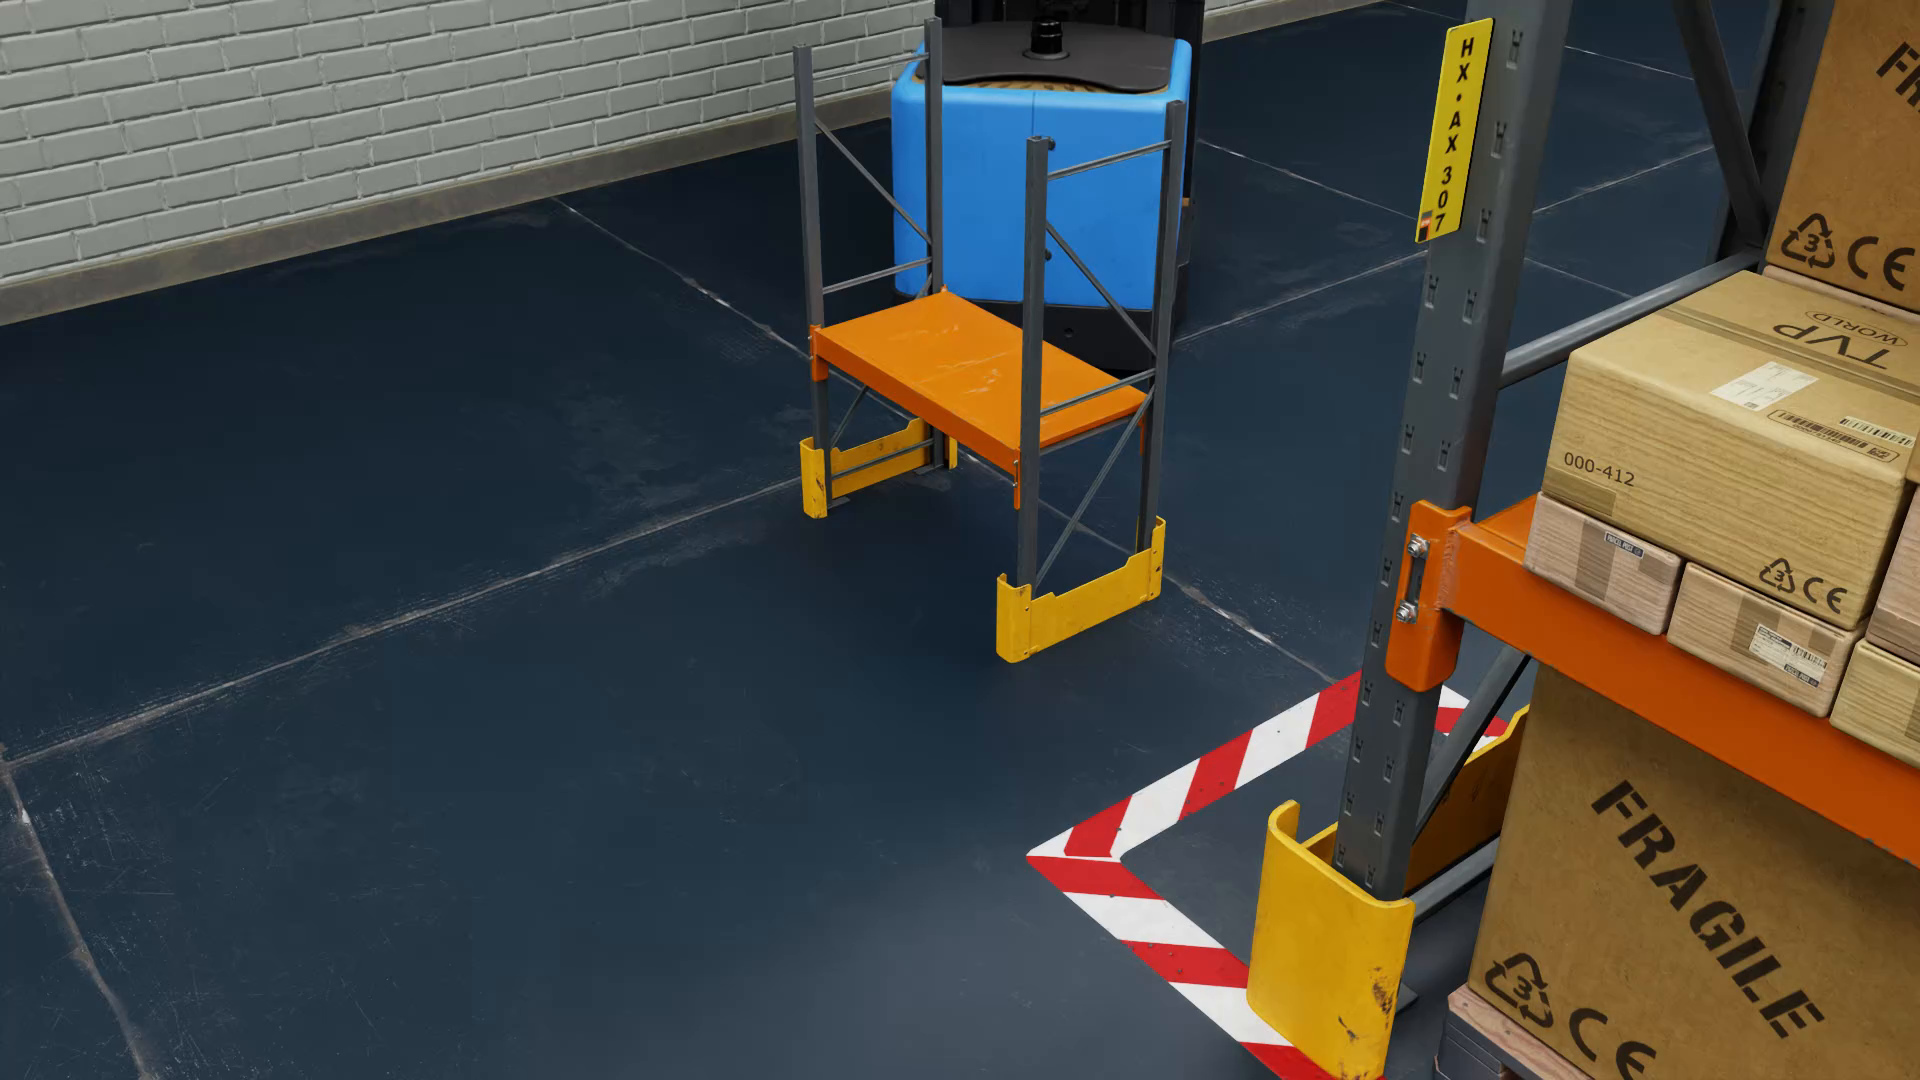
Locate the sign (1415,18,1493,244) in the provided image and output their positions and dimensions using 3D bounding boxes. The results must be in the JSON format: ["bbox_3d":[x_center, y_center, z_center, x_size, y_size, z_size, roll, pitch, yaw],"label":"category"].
[{"bbox_3d":[0.739,-0.609,2.493,0.100,0.325,0.005,-22,38,-31],"label":"sign"}]

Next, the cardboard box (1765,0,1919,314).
[{"bbox_3d":[1.688,-0.648,2.600,0.500,0.500,0.500,-22,38,-31],"label":"cardboard box"}]

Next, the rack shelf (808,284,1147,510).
[{"bbox_3d":[0.052,-0.449,4.892,0.538,0.185,1.000,-22,38,-31],"label":"rack shelf"}]

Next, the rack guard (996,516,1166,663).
[{"bbox_3d":[0.352,0.133,4.799,0.587,0.250,0.087,-22,38,-31],"label":"rack guard"}]

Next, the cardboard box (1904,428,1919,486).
[{"bbox_3d":[1.569,-0.271,1.992,0.500,0.500,0.500,-23,39,-32],"label":"cardboard box"}]

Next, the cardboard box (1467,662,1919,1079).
[{"bbox_3d":[1.637,0.580,3.089,0.875,0.875,0.875,-22,38,-31],"label":"cardboard box"}]

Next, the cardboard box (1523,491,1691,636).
[{"bbox_3d":[1.138,-0.024,2.683,0.380,0.149,0.250,-22,38,-31],"label":"cardboard box"}]

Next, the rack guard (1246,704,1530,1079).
[{"bbox_3d":[1.167,0.667,3.703,1.175,0.500,0.348,-22,38,-31],"label":"rack guard"}]

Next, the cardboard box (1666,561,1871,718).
[{"bbox_3d":[1.297,0.083,2.512,0.380,0.149,0.250,-23,38,-32],"label":"cardboard box"}]

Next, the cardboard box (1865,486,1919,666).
[{"bbox_3d":[1.586,0.054,2.180,0.500,0.250,0.500,-23,38,-32],"label":"cardboard box"}]

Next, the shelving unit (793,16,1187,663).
[{"bbox_3d":[0.047,-0.605,4.803,0.587,1.500,1.083,-22,38,-31],"label":"shelving unit"}]

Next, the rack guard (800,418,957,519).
[{"bbox_3d":[-0.259,-0.282,5.467,0.587,0.250,0.087,-22,38,-31],"label":"rack guard"}]

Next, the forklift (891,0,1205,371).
[{"bbox_3d":[0.478,-2.628,6.703,1.130,2.935,3.031,5,32,7],"label":"forklift"}]

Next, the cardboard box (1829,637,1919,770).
[{"bbox_3d":[1.454,0.189,2.340,0.380,0.149,0.250,-23,39,-32],"label":"cardboard box"}]

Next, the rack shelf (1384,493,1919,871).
[{"bbox_3d":[2.408,0.754,1.875,1.077,0.370,4.000,-22,38,-31],"label":"rack shelf"}]

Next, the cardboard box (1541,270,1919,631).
[{"bbox_3d":[1.262,-0.160,2.525,0.500,0.250,0.500,-23,39,-33],"label":"cardboard box"}]

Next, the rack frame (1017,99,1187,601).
[{"bbox_3d":[0.364,-0.390,4.456,0.500,1.500,0.032,-22,38,-31],"label":"rack frame"}]

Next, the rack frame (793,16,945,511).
[{"bbox_3d":[-0.259,-0.813,5.138,0.500,1.500,0.032,-22,38,-31],"label":"rack frame"}]

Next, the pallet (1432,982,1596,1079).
[{"bbox_3d":[1.733,1.107,3.267,1.003,0.211,1.213,-22,38,-31],"label":"pallet"}]

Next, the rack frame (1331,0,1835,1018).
[{"bbox_3d":[1.181,-0.385,3.027,1.000,3.000,0.127,-22,38,-31],"label":"rack frame"}]

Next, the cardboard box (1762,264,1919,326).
[{"bbox_3d":[1.688,-0.332,2.801,0.500,0.250,0.500,-23,39,-32],"label":"cardboard box"}]
